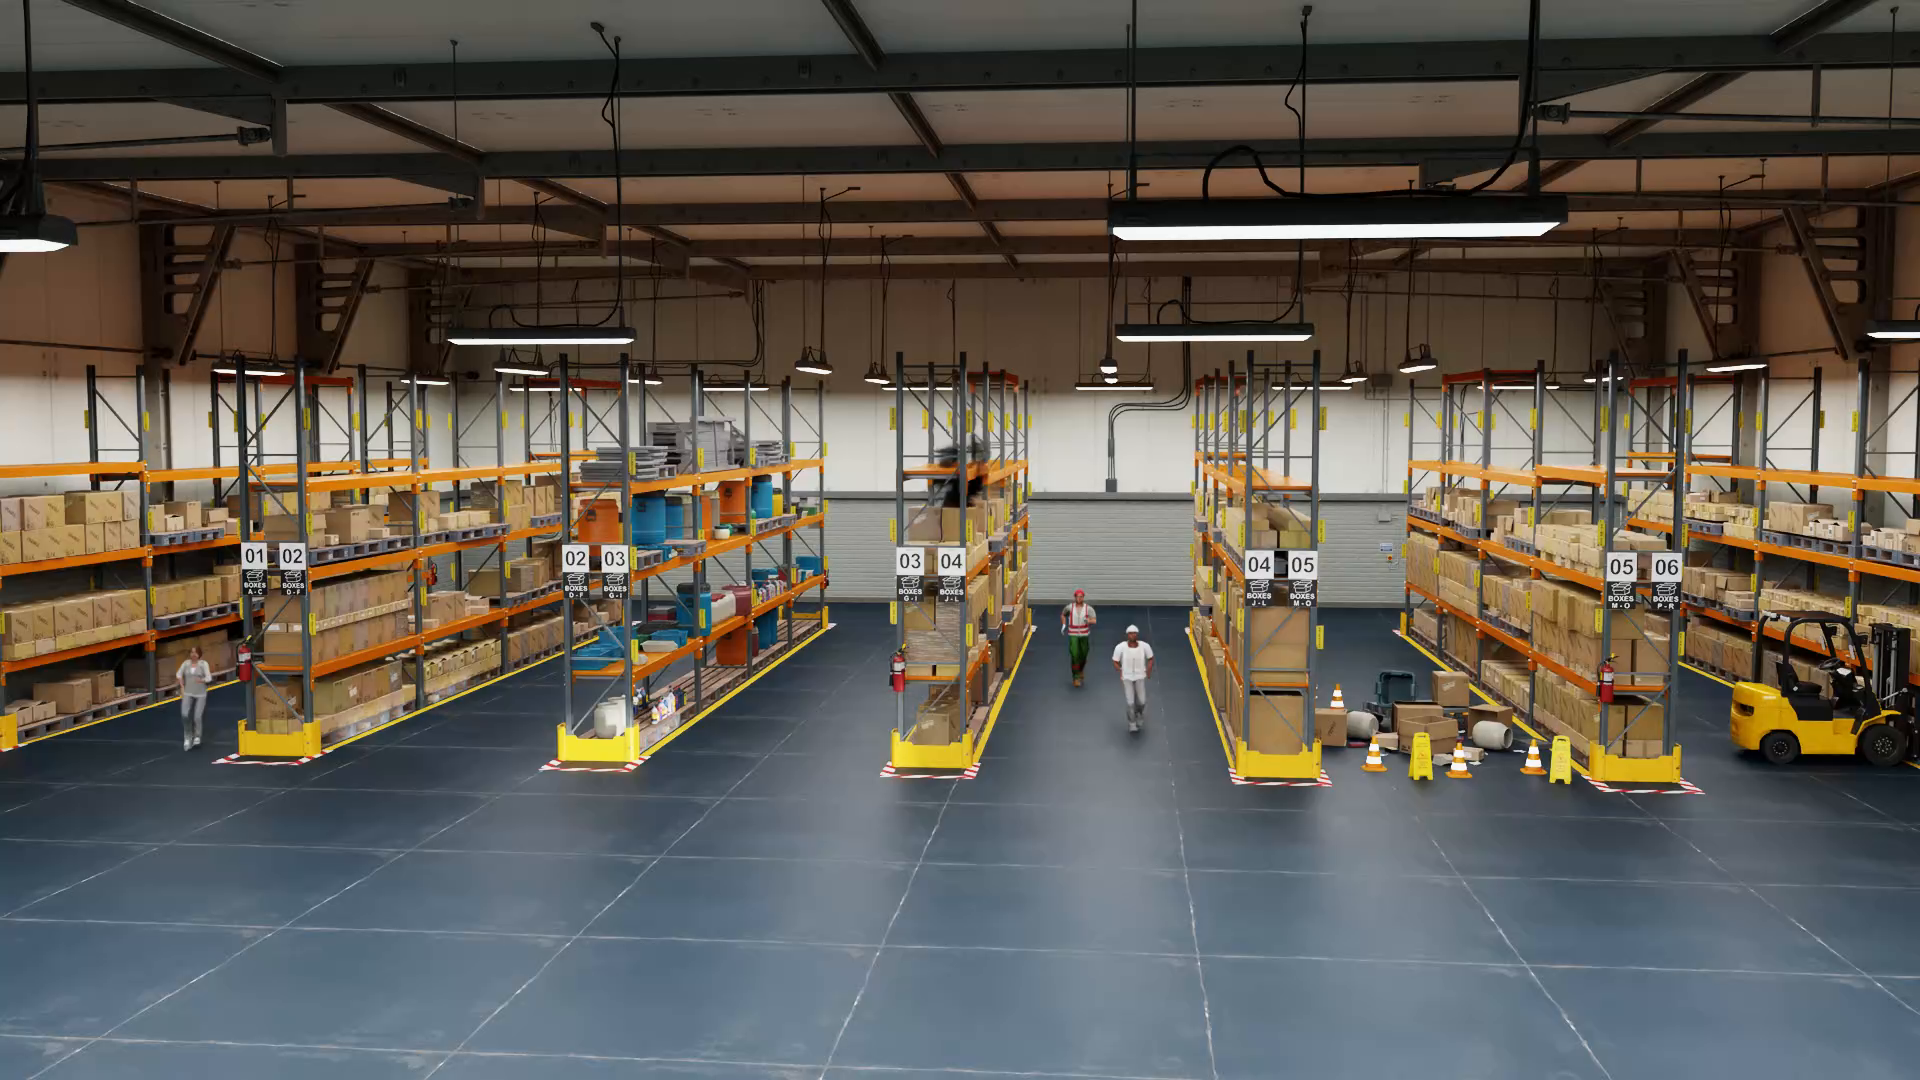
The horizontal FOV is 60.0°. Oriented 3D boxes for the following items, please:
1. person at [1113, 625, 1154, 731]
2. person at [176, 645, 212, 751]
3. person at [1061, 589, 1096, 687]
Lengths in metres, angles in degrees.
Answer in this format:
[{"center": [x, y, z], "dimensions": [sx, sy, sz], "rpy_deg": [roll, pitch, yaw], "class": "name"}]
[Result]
[{"center": [2.798, 2.232, 26.783], "dimensions": [0.674, 1.721, 0.569], "rpy_deg": [0, 4, 2], "class": "person"}, {"center": [-11.712, 2.407, 25.417], "dimensions": [0.526, 1.605, 0.664], "rpy_deg": [-1, 4, -17], "class": "person"}, {"center": [2.263, 1.829, 31.628], "dimensions": [0.658, 1.784, 0.983], "rpy_deg": [0, 4, -1], "class": "person"}]
